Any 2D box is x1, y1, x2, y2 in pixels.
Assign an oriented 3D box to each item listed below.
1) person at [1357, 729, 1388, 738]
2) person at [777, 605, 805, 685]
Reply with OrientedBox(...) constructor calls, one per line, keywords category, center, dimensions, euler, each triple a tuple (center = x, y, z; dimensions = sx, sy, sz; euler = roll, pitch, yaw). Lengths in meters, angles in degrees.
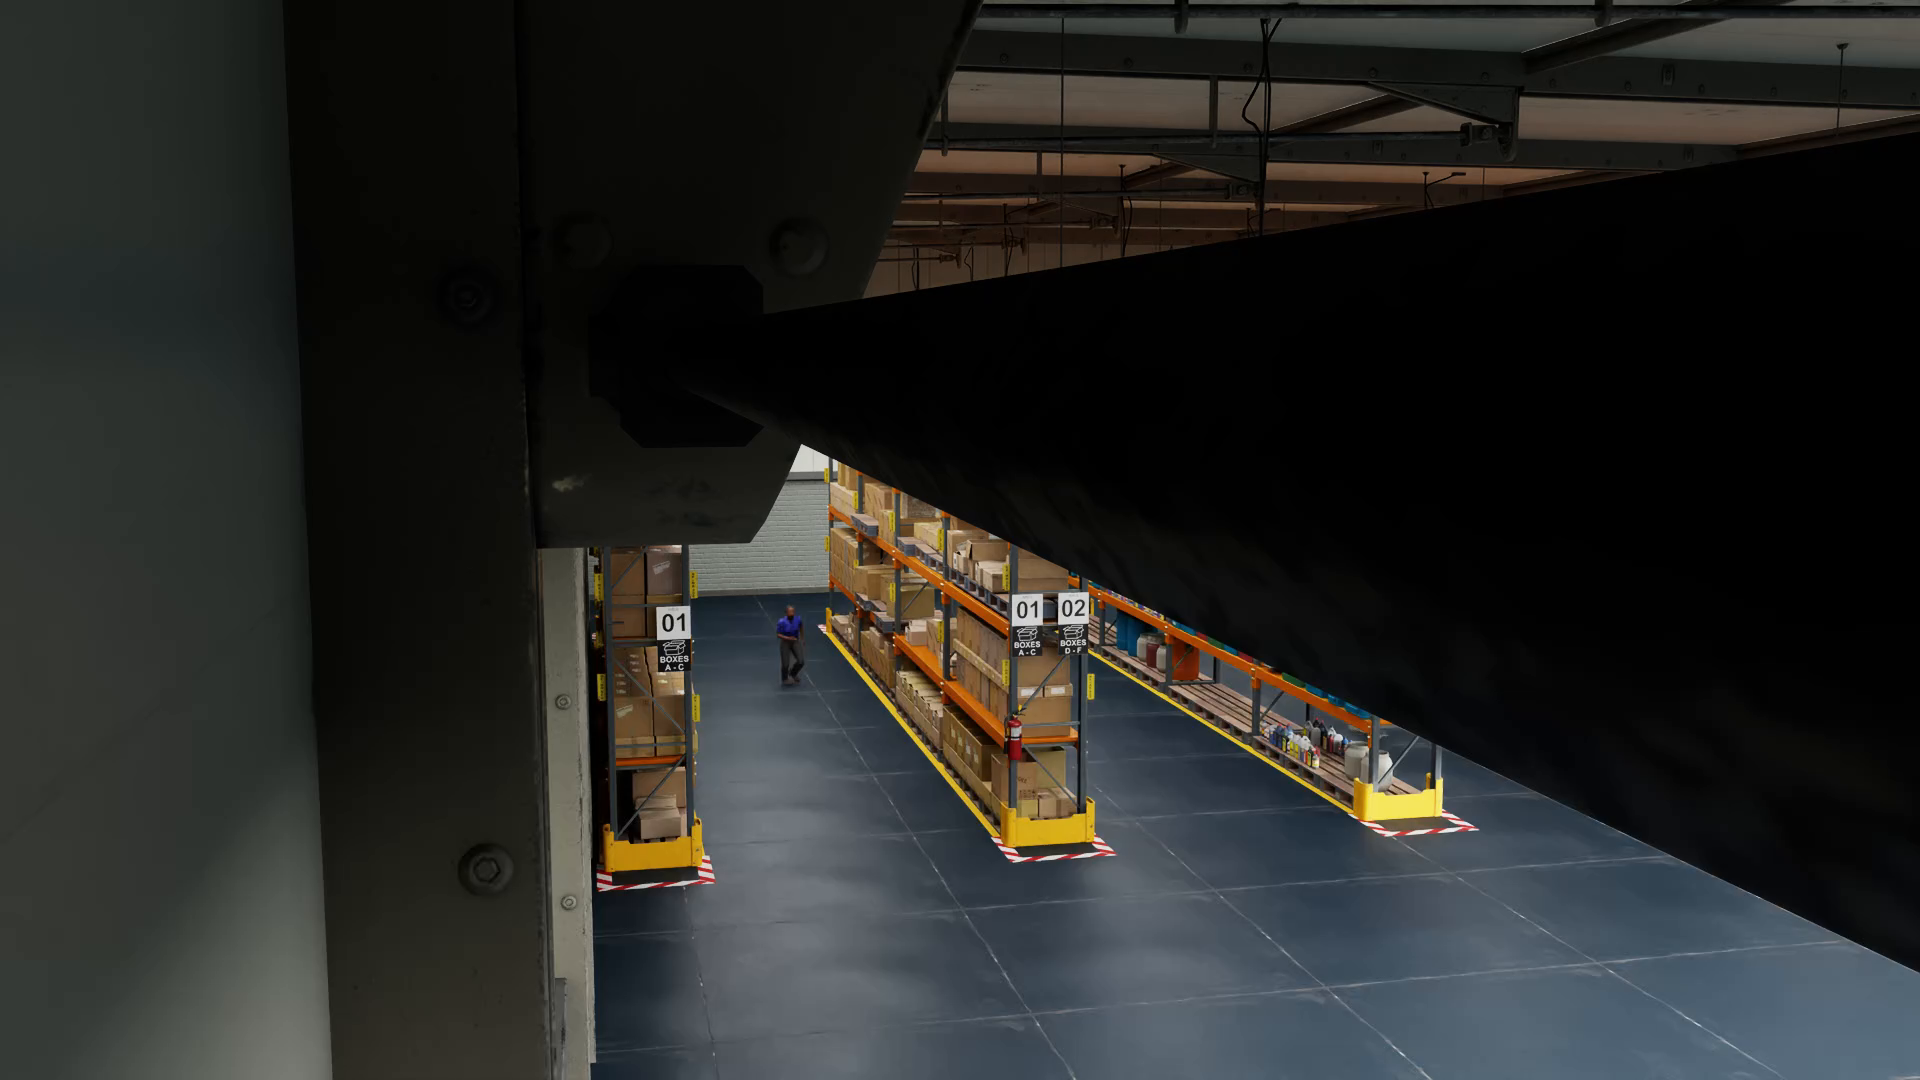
OrientedBox(category="person", center=(6.728, 2.341, 26.769), dimensions=(0.578, 1.644, 0.487), euler=(0, 7, -2))
OrientedBox(category="person", center=(-3.100, 1.933, 30.587), dimensions=(0.577, 1.540, 0.832), euler=(-3, 7, -20))
